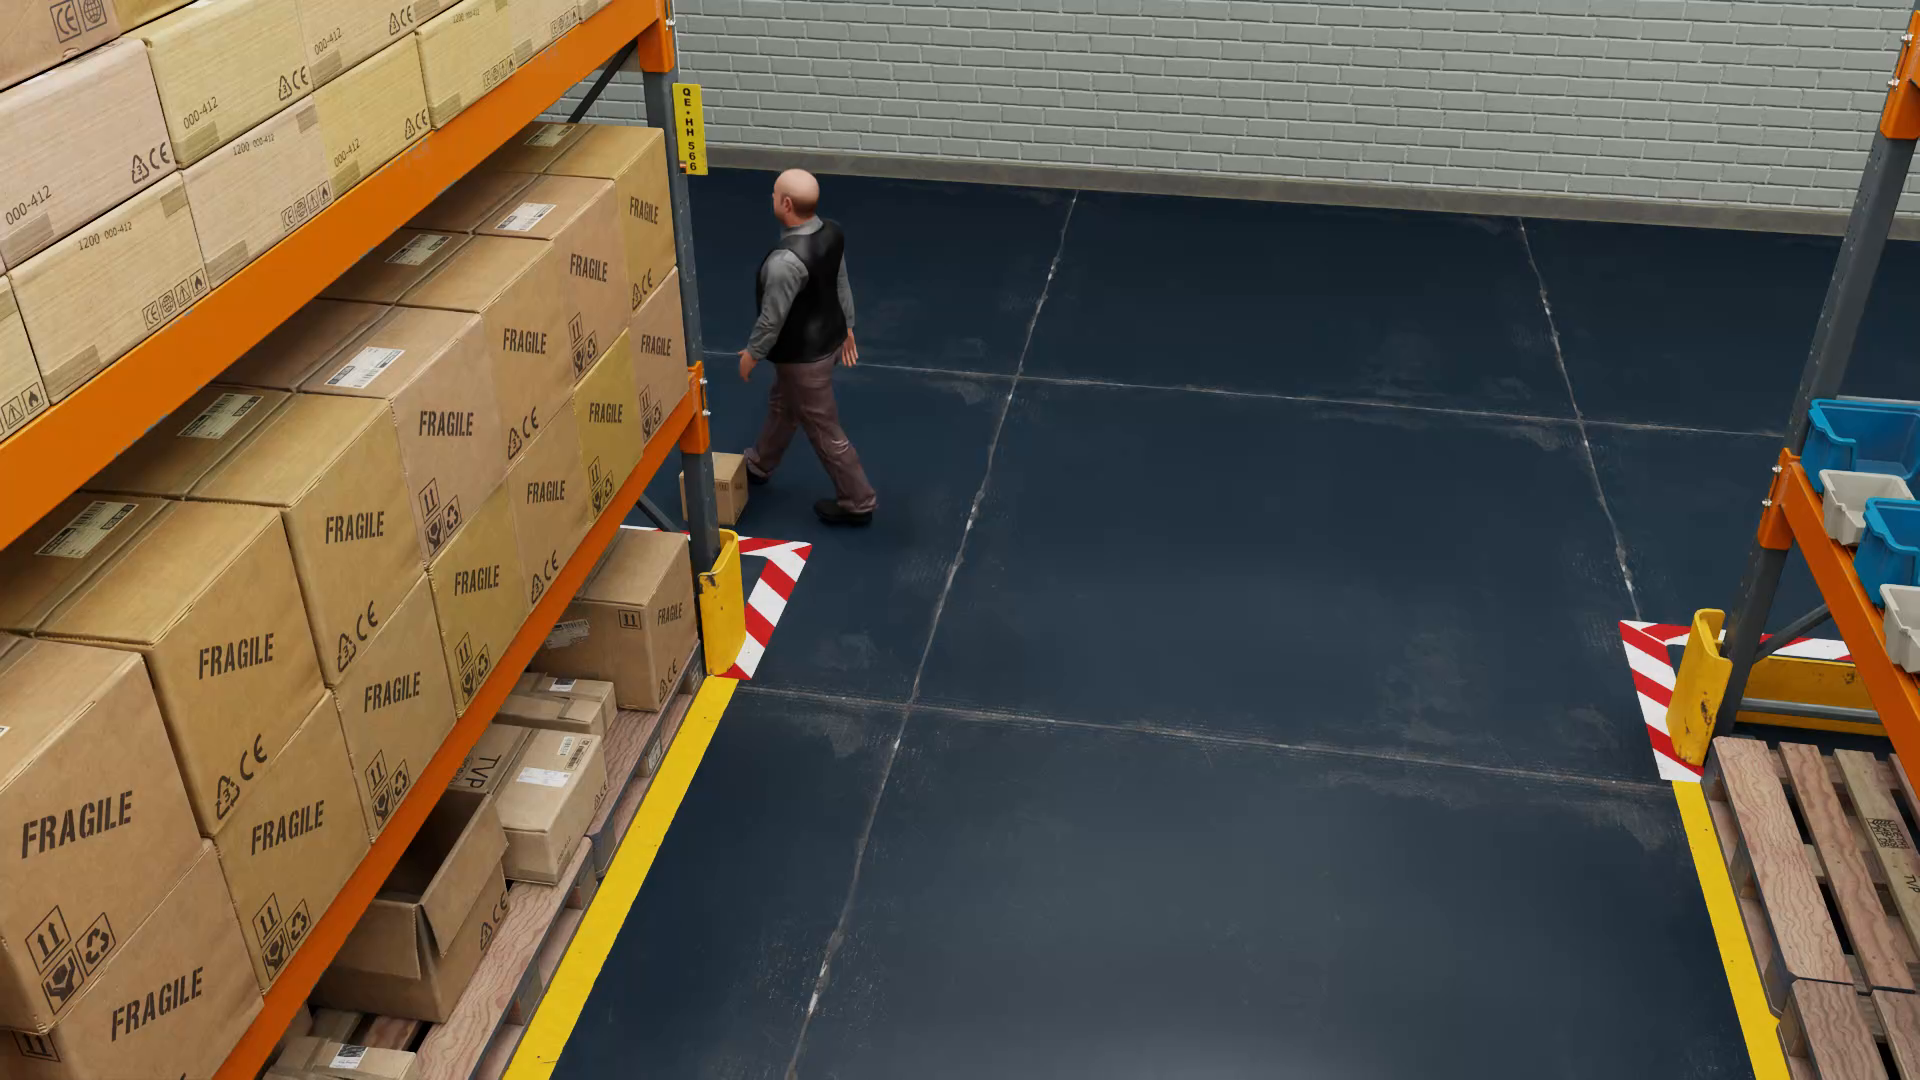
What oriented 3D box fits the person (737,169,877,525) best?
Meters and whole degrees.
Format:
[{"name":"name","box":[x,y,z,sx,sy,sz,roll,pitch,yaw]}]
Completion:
[{"name":"person","box":[-0.824,-0.866,7.507,0.901,1.692,0.551,9,33,14]}]
